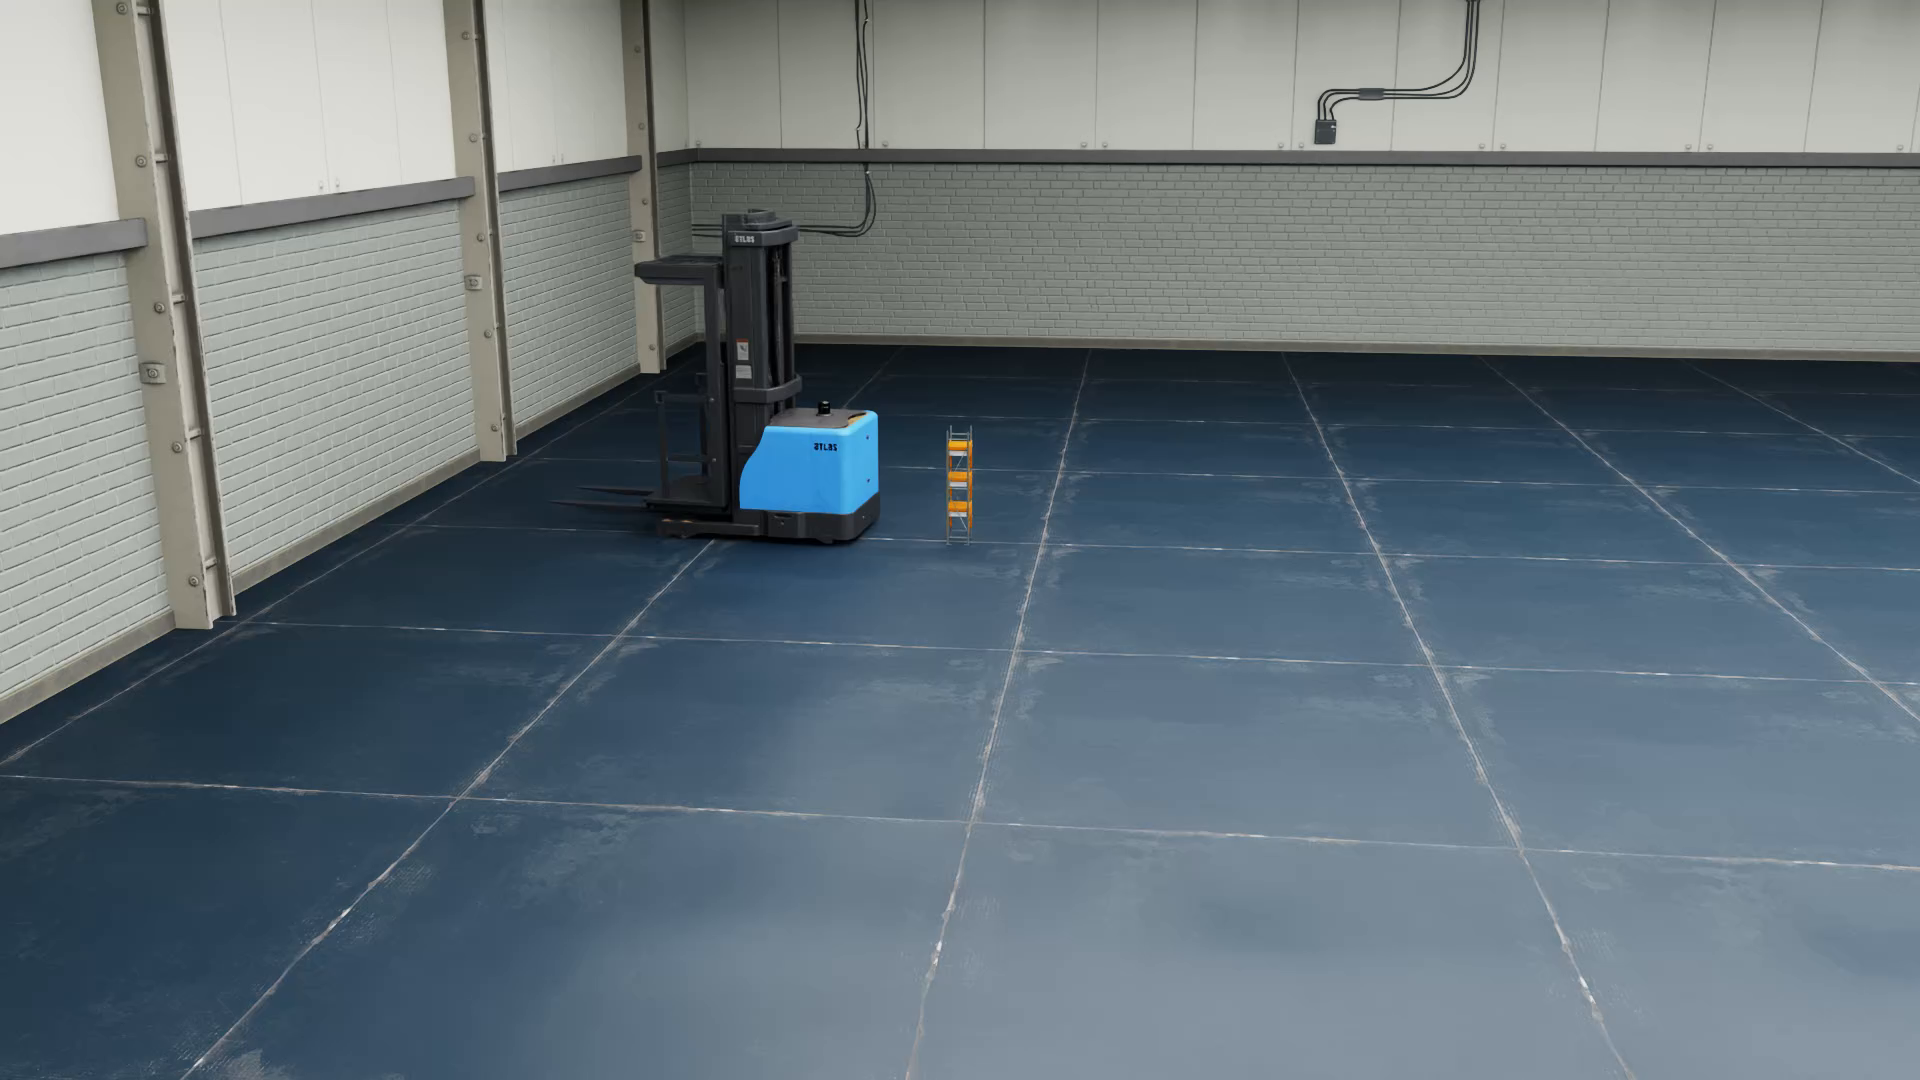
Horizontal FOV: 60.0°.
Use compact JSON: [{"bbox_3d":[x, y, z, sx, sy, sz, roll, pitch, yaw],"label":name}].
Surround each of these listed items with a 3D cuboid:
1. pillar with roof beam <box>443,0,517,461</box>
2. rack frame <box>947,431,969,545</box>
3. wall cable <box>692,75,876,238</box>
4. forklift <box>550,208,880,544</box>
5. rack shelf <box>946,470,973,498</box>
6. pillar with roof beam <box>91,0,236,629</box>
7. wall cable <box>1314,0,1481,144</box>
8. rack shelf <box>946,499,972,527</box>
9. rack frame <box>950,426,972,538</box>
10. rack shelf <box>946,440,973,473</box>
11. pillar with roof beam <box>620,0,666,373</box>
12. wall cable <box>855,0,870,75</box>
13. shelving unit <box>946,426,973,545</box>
[{"bbox_3d":[-0.919,-5.146,17.042,9.100,9.000,0.400,2,15,6],"label":"pillar with roof beam"},{"bbox_3d":[-0.020,-0.461,14.945,0.200,1.050,0.008,2,15,6],"label":"rack frame"},{"bbox_3d":[-2.874,-6.055,26.353,3.097,2.526,0.112,2,15,6],"label":"wall cable"},{"bbox_3d":[-2.333,-1.559,15.399,3.031,2.935,1.130,3,15,12],"label":"forklift"},{"bbox_3d":[-0.006,-0.483,15.064,0.215,0.259,0.240,2,15,6],"label":"rack shelf"},{"bbox_3d":[-1.596,-3.590,11.287,9.100,9.000,0.400,2,15,6],"label":"pillar with roof beam"},{"bbox_3d":[6.558,-8.912,24.454,2.305,6.003,0.169,2,15,6],"label":"wall cable"},{"bbox_3d":[-0.006,-0.214,15.137,0.215,0.259,0.240,2,15,6],"label":"rack shelf"},{"bbox_3d":[0.008,-0.525,15.179,0.200,1.050,0.008,2,15,6],"label":"rack frame"},{"bbox_3d":[-0.006,-0.757,14.990,0.215,0.259,0.240,2,15,6],"label":"rack shelf"},{"bbox_3d":[-0.242,-6.702,22.797,9.100,9.000,0.400,2,15,6],"label":"pillar with roof beam"},{"bbox_3d":[-0.185,-8.414,25.399,3.097,2.526,0.112,2,15,6],"label":"wall cable"},{"bbox_3d":[-0.006,-0.493,15.062,0.215,1.050,0.252,2,15,6],"label":"shelving unit"}]
